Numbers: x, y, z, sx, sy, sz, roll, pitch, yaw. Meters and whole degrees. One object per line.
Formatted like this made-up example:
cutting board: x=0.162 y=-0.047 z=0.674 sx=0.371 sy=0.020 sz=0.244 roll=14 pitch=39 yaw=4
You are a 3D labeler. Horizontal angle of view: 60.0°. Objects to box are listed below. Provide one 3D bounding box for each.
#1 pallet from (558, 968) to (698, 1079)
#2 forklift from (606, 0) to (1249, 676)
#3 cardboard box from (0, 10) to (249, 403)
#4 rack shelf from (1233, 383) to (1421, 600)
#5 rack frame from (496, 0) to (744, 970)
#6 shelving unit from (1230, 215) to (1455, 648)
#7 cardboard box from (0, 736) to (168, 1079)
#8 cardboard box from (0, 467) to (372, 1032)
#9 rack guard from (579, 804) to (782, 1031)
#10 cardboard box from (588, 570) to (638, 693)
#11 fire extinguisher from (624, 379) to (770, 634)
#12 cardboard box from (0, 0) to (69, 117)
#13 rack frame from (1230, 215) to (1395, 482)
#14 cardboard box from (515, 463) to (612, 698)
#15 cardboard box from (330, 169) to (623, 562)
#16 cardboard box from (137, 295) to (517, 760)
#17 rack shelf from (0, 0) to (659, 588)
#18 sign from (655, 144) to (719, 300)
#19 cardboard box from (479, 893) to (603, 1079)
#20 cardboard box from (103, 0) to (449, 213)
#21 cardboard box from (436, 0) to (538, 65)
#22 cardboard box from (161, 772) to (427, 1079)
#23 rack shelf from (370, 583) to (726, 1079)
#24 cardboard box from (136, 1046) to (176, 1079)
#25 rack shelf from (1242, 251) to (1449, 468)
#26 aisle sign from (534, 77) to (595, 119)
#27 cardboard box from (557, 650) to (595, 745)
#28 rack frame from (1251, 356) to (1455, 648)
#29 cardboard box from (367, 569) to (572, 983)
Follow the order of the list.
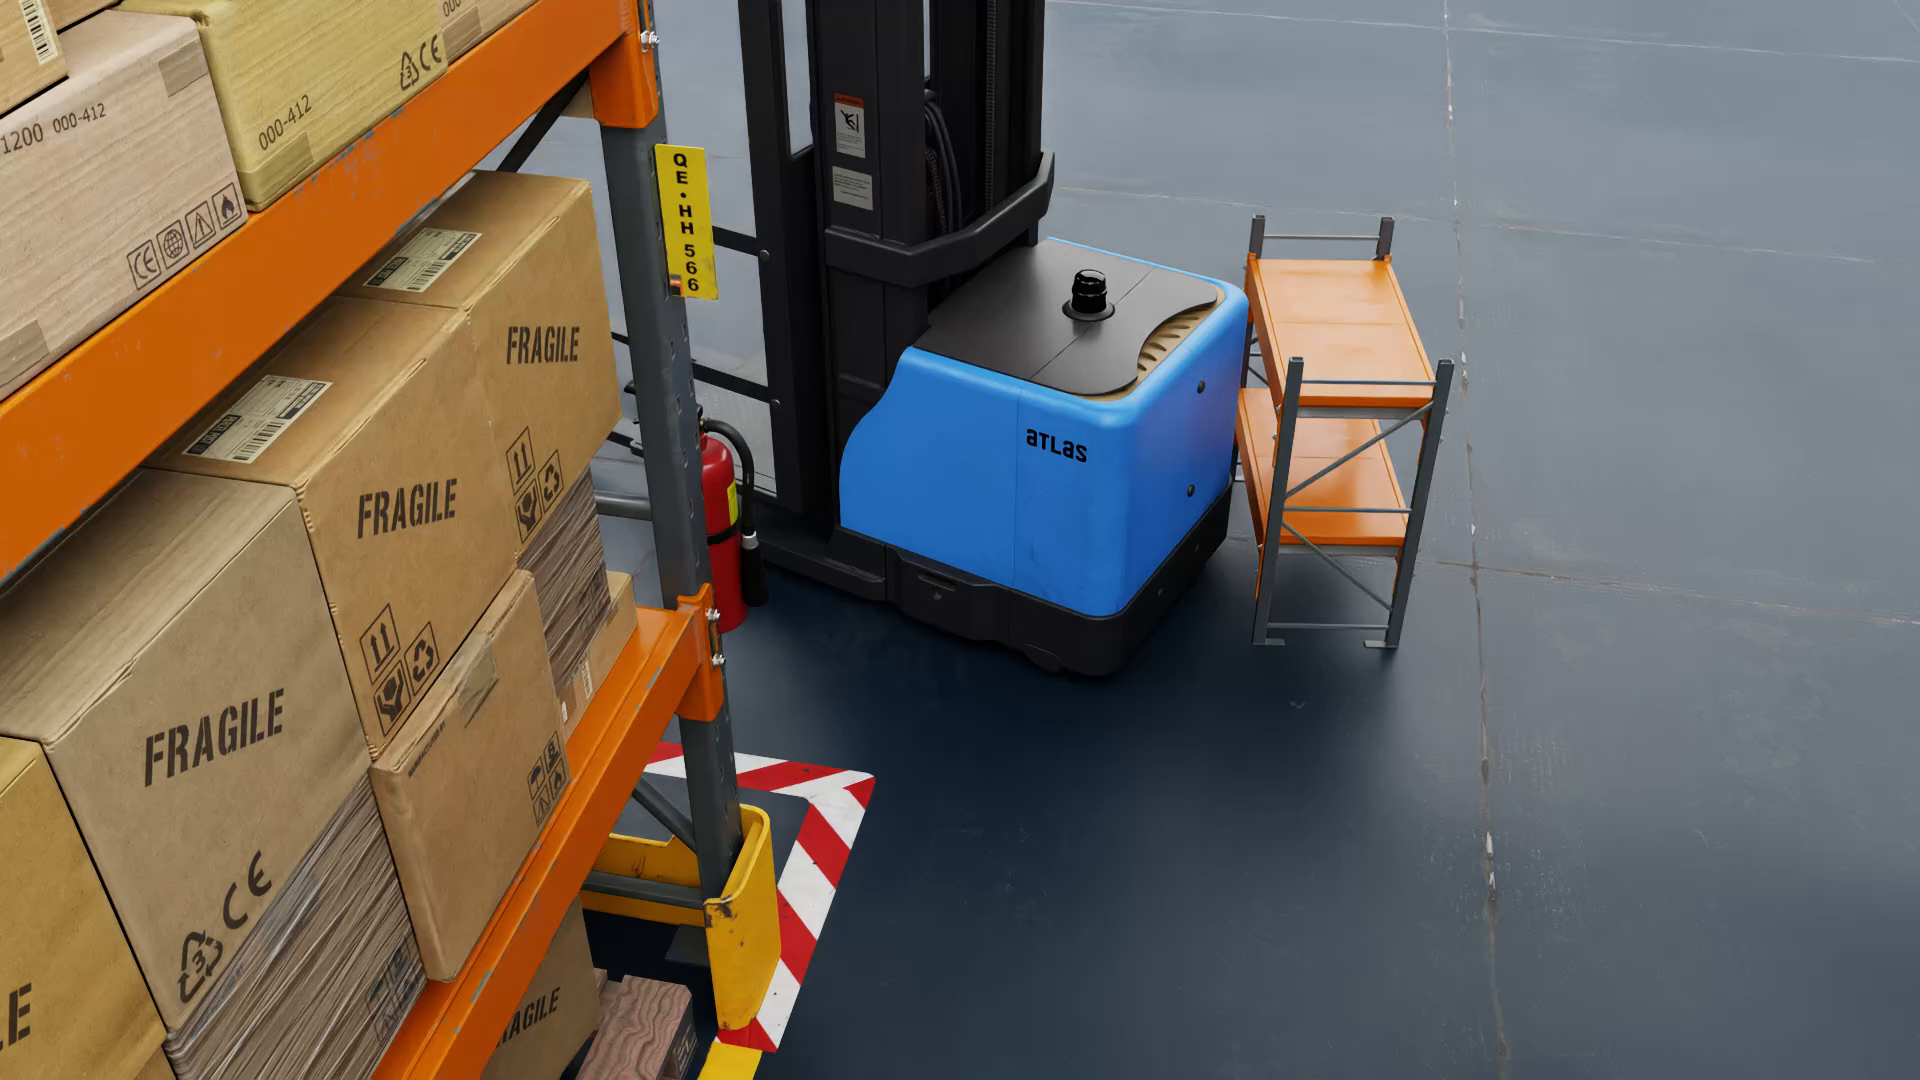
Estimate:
pallet: x=-1.304 y=1.522 z=3.970 sx=1.003 sy=0.211 sz=1.213 roll=7 pitch=37 yaw=10
forklift: x=-0.538 y=-1.378 z=5.653 sx=3.031 sy=2.935 sz=1.130 roll=20 pitch=40 yaw=25
cardboard box: x=-1.156 y=-0.378 z=1.788 sx=0.500 sy=0.250 sz=0.500 roll=8 pitch=37 yaw=11
rack shelf: x=1.278 y=-0.196 z=5.978 sx=0.538 sy=0.278 sz=1.000 roll=1 pitch=36 yaw=1
rack frame: x=-1.079 y=-0.112 z=3.849 sx=1.000 sy=3.000 sz=0.127 roll=7 pitch=37 yaw=10
shelving unit: x=1.278 y=-0.394 z=5.835 sx=0.538 sy=1.125 sz=1.048 roll=1 pitch=36 yaw=1
cardboard box: x=-1.281 y=0.528 z=1.775 sx=0.500 sy=0.500 sz=0.500 roll=7 pitch=37 yaw=10
cardboard box: x=-1.166 y=0.242 z=2.169 sx=0.500 sy=0.500 sz=0.500 roll=7 pitch=37 yaw=10
rack guard: x=-1.096 y=0.944 z=4.522 sx=1.175 sy=0.500 sz=0.348 roll=7 pitch=37 yaw=10
cardboard box: x=-0.939 y=0.179 z=3.661 sx=0.380 sy=0.149 sz=0.250 roll=7 pitch=37 yaw=10
fire extinguisher: x=-0.605 y=-0.089 z=3.882 sx=0.296 sy=0.674 sz=0.183 roll=7 pitch=37 yaw=10
cardboard box: x=-1.119 y=-0.484 z=1.594 sx=0.380 sy=0.149 sz=0.250 roll=6 pitch=36 yaw=8
rack frame: x=1.294 y=-0.692 z=6.246 sx=0.500 sy=1.125 sz=0.032 roll=1 pitch=36 yaw=1
cardboard box: x=-1.224 y=0.039 z=3.302 sx=0.875 sy=0.500 sz=0.500 roll=7 pitch=37 yaw=10
cardboard box: x=-0.955 y=-0.332 z=2.961 sx=0.500 sy=0.500 sz=0.500 roll=7 pitch=37 yaw=10
cardboard box: x=-1.057 y=-0.044 z=2.564 sx=0.500 sy=0.500 sz=0.500 roll=7 pitch=37 yaw=10
rack shelf: x=-1.507 y=0.111 z=1.598 sx=1.077 sy=0.370 sz=4.000 roll=7 pitch=37 yaw=10
sign: x=-0.541 y=-0.628 z=3.304 sx=0.100 sy=0.325 sz=0.005 roll=7 pitch=37 yaw=10
cardboard box: x=-1.229 y=1.086 z=3.968 sx=0.500 sy=0.500 sz=0.500 roll=14 pitch=38 yaw=19
cardboard box: x=-1.038 y=-0.671 z=2.192 sx=0.500 sy=0.250 sz=0.500 roll=8 pitch=37 yaw=10
cardboard box: x=-0.934 y=-0.958 z=2.587 sx=0.500 sy=0.250 sz=0.500 roll=8 pitch=37 yaw=11
cardboard box: x=-1.362 y=0.622 z=2.497 sx=0.875 sy=0.500 sz=0.500 roll=7 pitch=37 yaw=10
rack shelf: x=-1.507 y=1.326 z=2.478 sx=1.077 sy=0.370 sz=4.000 roll=7 pitch=37 yaw=10
cardboard box: x=-1.481 y=0.907 z=2.104 sx=0.875 sy=0.500 sz=0.500 roll=7 pitch=37 yaw=10
rack shelf: x=1.278 y=-0.631 z=5.663 sx=0.538 sy=0.278 sz=1.000 roll=1 pitch=36 yaw=1
aisle sign: x=-0.773 y=-1.163 z=3.083 sx=0.394 sy=0.787 sz=0.004 roll=7 pitch=37 yaw=10
cardboard box: x=-0.993 y=0.322 z=3.464 sx=0.380 sy=0.149 sz=0.250 roll=7 pitch=37 yaw=10
rack frame: x=1.261 y=-0.096 z=5.423 sx=0.500 sy=1.125 sz=0.032 roll=1 pitch=36 yaw=1
cardboard box: x=-1.213 y=0.340 z=2.885 sx=0.875 sy=0.500 sz=0.500 roll=7 pitch=37 yaw=10
